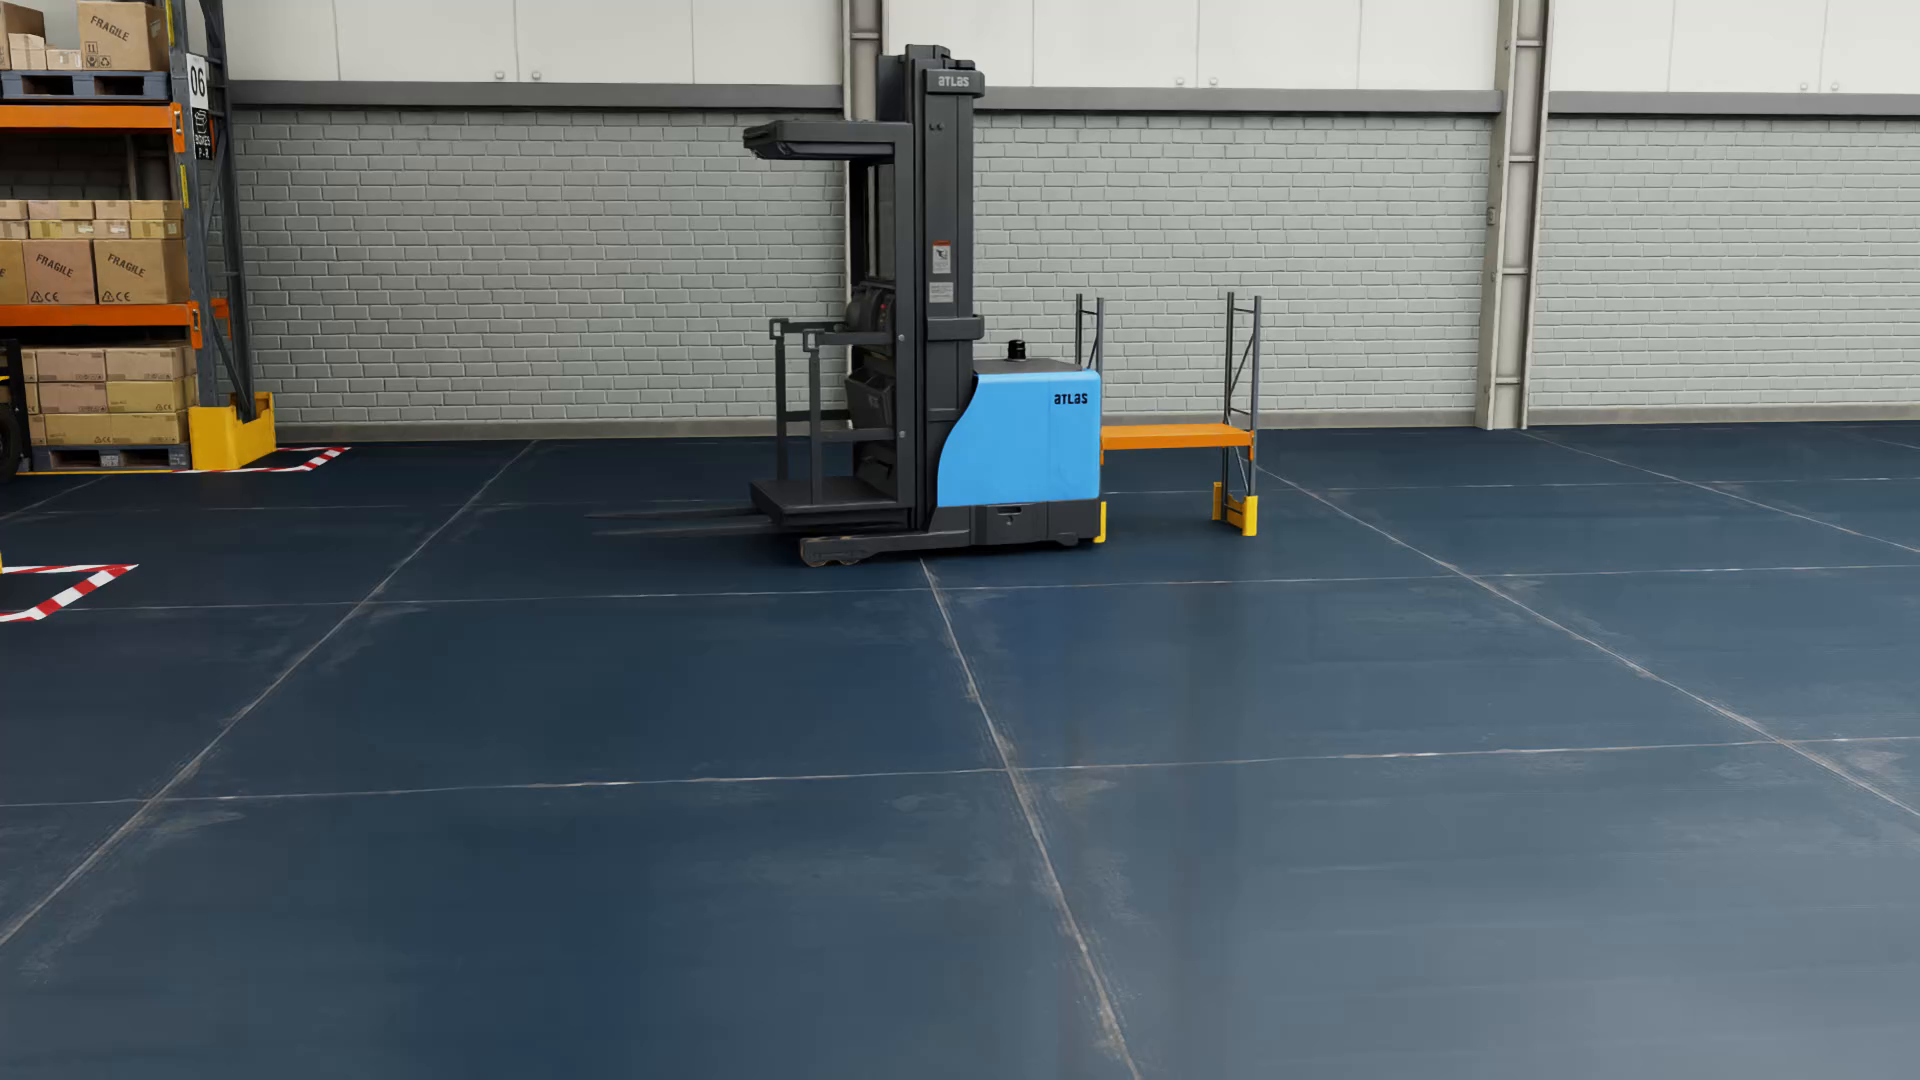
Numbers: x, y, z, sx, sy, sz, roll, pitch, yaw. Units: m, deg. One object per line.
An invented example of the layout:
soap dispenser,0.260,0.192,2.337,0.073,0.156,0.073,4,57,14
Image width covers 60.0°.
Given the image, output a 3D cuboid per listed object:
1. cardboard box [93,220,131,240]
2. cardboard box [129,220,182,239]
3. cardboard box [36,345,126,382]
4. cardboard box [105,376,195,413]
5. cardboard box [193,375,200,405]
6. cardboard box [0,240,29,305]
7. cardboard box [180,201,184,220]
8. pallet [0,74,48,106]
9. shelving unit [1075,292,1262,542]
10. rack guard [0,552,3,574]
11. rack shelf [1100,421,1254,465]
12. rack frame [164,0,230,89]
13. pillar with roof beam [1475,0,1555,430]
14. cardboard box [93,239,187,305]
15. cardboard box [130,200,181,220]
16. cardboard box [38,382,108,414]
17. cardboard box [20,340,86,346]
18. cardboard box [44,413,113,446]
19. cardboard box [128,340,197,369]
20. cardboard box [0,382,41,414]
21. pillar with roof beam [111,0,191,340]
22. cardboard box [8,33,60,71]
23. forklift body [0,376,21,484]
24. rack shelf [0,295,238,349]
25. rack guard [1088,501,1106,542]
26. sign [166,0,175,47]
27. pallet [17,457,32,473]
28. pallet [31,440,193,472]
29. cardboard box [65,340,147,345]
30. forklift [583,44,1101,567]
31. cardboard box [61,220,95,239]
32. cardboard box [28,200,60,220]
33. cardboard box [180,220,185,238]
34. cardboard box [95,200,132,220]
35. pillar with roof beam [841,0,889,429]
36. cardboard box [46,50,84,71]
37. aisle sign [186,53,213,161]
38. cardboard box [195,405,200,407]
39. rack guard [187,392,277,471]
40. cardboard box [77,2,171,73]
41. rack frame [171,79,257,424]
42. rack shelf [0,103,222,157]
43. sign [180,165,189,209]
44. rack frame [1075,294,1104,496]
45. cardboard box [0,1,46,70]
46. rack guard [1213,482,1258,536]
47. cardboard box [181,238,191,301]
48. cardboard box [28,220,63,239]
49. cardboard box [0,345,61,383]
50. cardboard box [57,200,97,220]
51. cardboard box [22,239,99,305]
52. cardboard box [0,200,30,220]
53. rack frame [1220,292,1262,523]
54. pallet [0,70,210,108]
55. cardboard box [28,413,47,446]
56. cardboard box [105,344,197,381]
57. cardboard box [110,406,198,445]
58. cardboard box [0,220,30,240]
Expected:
cardboard box,-6.568,-2.429,13.009,0.250,0.149,0.380,-1,11,-5
cardboard box,-6.317,-2.440,13.065,0.250,0.149,0.380,-1,11,-5
cardboard box,-6.934,-1.400,13.162,0.500,0.250,0.500,-1,11,-5
cardboard box,-6.453,-1.166,13.267,0.500,0.250,0.500,-1,11,-7
cardboard box,-6.493,-1.266,13.776,0.500,0.250,0.500,-1,11,-5
cardboard box,-7.490,-2.103,13.028,0.500,0.500,0.500,-1,11,-7
cardboard box,-6.360,-2.681,13.519,0.250,0.149,0.380,-1,11,-7
pallet,-7.924,-3.527,12.984,1.213,0.211,1.003,-1,11,-6
shelving unit,1.291,-0.798,10.540,1.083,1.500,0.587,-2,11,-12
rack guard,-5.539,0.046,8.838,0.348,0.500,1.175,-1,11,-6
rack shelf,1.299,-0.622,10.577,1.000,0.185,0.538,-2,11,-12
rack frame,-6.003,-5.078,12.868,0.127,3.000,1.000,-1,11,-6
pillar with roof beam,5.602,-4.660,10.746,0.400,9.000,9.100,-1,11,-6
cardboard box,-6.464,-2.122,13.129,0.500,0.500,0.500,-1,11,-7
cardboard box,-6.336,-2.599,13.103,0.250,0.149,0.380,-1,11,-6
cardboard box,-6.953,-1.158,13.224,0.500,0.250,0.500,-1,11,-7
cardboard box,-7.496,-1.488,13.610,0.500,0.250,0.500,-1,11,-6
cardboard box,-6.931,-0.912,13.270,0.500,0.250,0.500,-1,11,-6
cardboard box,-6.501,-1.508,13.709,0.500,0.250,0.500,-1,11,-7
cardboard box,-7.464,-1.143,13.149,0.500,0.250,0.500,-1,11,-7
pillar with roof beam,-6.327,-4.410,9.474,0.400,9.000,9.100,-1,11,-6
cardboard box,-7.046,-3.714,12.710,0.258,0.266,0.396,-1,11,-6
forklift body,-7.691,-1.328,11.548,1.214,2.155,2.313,-1,11,-6
rack shelf,-7.991,-1.739,13.304,4.000,0.370,1.077,-1,11,-6
rack guard,0.804,-0.164,10.556,0.087,0.250,0.587,-2,11,-12
sign,-5.958,-3.897,12.549,0.005,0.325,0.100,-1,11,-6
pallet,-7.969,-0.717,13.468,1.213,0.211,1.003,-1,11,-6
pallet,-6.759,-0.742,13.594,1.213,0.211,1.003,-1,11,-6
cardboard box,-6.997,-1.497,13.653,0.500,0.250,0.500,-1,11,-6
forklift,-0.717,-1.395,9.866,3.031,2.935,1.130,-3,12,-17
cardboard box,-6.833,-2.436,13.041,0.250,0.149,0.380,-1,11,-5
cardboard box,-7.091,-2.587,13.038,0.250,0.149,0.380,-1,11,-6
cardboard box,-6.368,-2.544,13.592,0.250,0.149,0.380,-1,11,-8
cardboard box,-6.578,-2.588,13.046,0.250,0.149,0.380,-1,11,-6
pillar with roof beam,-0.363,-4.535,10.110,0.400,9.000,9.100,-1,11,-6
cardboard box,-6.794,-3.662,12.748,0.250,0.149,0.380,-2,11,-8
aisle sign,-5.906,-3.355,12.917,0.004,0.787,0.394,-1,11,-6
cardboard box,-6.512,-1.018,13.810,0.500,0.250,0.500,-1,11,-6
rack guard,-5.979,-0.908,13.691,0.348,0.500,1.175,-1,11,-6
cardboard box,-6.417,-3.854,12.813,0.500,0.500,0.500,-1,11,-4
rack frame,-6.003,-2.134,13.447,0.127,3.000,1.000,-1,11,-6
rack shelf,-7.991,-3.211,13.015,4.000,0.370,1.077,-1,11,-6
sign,-5.958,-2.714,12.782,0.005,0.325,0.100,-1,11,-6
rack frame,0.803,-0.778,10.436,0.032,1.500,0.500,-2,11,-12
cardboard box,-7.446,-3.852,12.802,0.500,0.500,0.700,-1,11,-6
rack guard,1.777,-0.205,10.765,0.087,0.250,0.587,-2,11,-12
cardboard box,-6.525,-2.226,13.656,0.500,0.500,0.500,-1,11,-4
cardboard box,-7.080,-2.433,13.026,0.250,0.149,0.380,-1,11,-6
cardboard box,-7.435,-1.388,13.099,0.500,0.250,0.500,-1,11,-5
cardboard box,-6.835,-2.578,12.992,0.250,0.149,0.380,-1,11,-5
cardboard box,-6.981,-2.113,13.083,0.500,0.500,0.500,-1,11,-4
cardboard box,-7.338,-2.560,12.902,0.250,0.149,0.380,-1,11,-5
rack frame,1.796,-0.820,10.649,0.032,1.500,0.500,-2,11,-12
pallet,-6.709,-3.553,13.117,1.213,0.211,1.003,-1,11,-6
cardboard box,-7.430,-0.903,13.226,0.500,0.250,0.500,-1,11,-5
cardboard box,-6.427,-1.412,13.222,0.500,0.250,0.500,-1,11,-4
cardboard box,-6.436,-0.921,13.314,0.500,0.250,0.500,-1,11,-6
cardboard box,-7.341,-2.418,12.951,0.250,0.149,0.380,-2,11,-8
